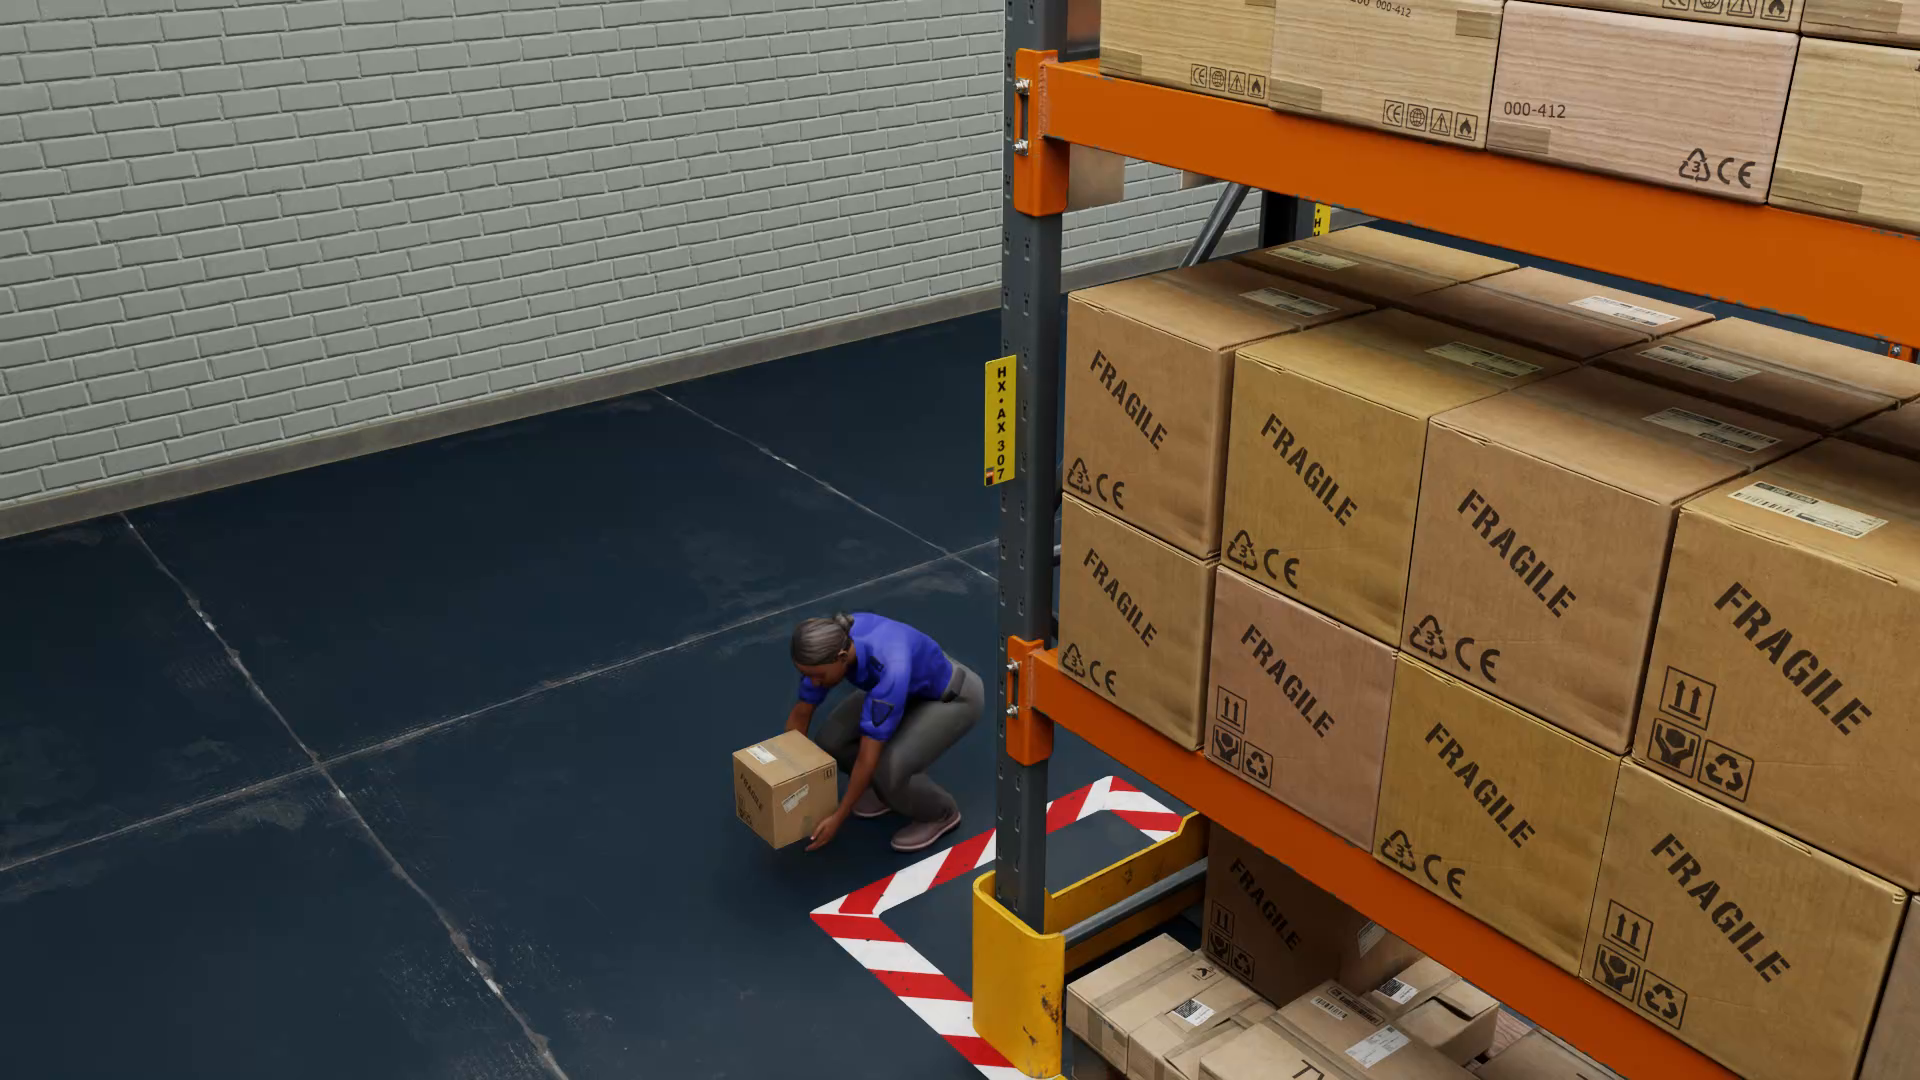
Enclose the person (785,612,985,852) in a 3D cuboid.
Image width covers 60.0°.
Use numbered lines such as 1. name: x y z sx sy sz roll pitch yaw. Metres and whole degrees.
1. person: -0.275 0.605 5.649 0.810 0.958 0.483 -18 31 -34
